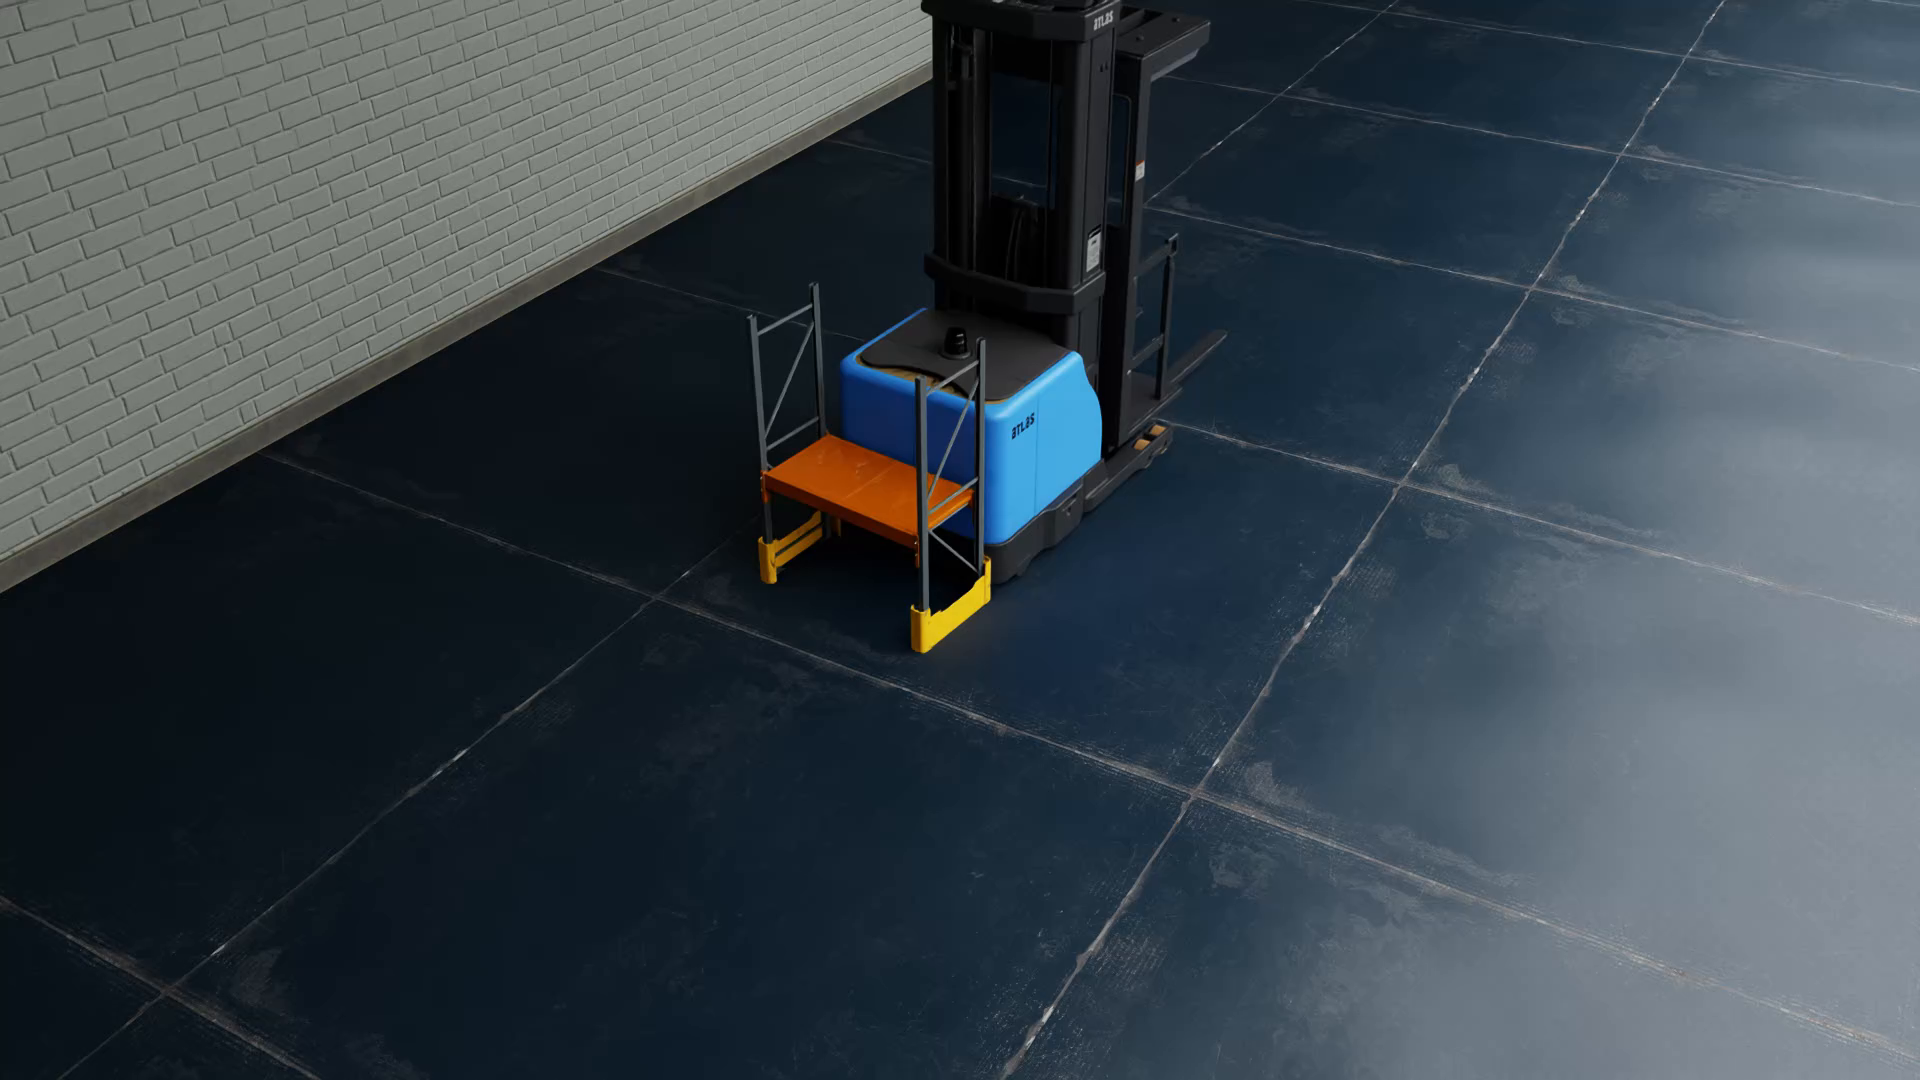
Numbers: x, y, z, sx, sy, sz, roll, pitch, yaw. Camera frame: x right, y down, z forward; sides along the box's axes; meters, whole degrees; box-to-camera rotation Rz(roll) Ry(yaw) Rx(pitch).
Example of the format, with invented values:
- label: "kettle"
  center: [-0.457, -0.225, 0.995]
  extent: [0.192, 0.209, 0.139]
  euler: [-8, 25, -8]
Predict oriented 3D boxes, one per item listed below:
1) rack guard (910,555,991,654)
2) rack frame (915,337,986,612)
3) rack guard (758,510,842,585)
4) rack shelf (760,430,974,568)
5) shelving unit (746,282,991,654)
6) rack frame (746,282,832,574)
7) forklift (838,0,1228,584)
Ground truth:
- label: "rack guard"
  center: [-0.042, 0.316, 8.320]
  extent: [0.087, 0.250, 0.587]
  euler: [22, 40, 30]
- label: "rack frame"
  center: [-0.041, -0.203, 7.973]
  extent: [0.032, 1.500, 0.500]
  euler: [22, 40, 30]
- label: "rack guard"
  center: [-0.844, -0.011, 8.812]
  extent: [0.087, 0.250, 0.587]
  euler: [22, 40, 30]
- label: "rack shelf"
  center: [-0.450, -0.221, 8.324]
  extent: [1.000, 0.185, 0.538]
  euler: [22, 40, 30]
- label: "shelving unit"
  center: [-0.443, -0.368, 8.220]
  extent: [1.083, 1.500, 0.587]
  euler: [22, 40, 30]
- label: "rack frame"
  center: [-0.859, -0.538, 8.475]
  extent: [0.032, 1.500, 0.500]
  euler: [22, 40, 30]
- label: "forklift"
  center: [0.596, -1.769, 9.033]
  extent: [1.130, 2.935, 3.031]
  euler: [20, 39, 27]
